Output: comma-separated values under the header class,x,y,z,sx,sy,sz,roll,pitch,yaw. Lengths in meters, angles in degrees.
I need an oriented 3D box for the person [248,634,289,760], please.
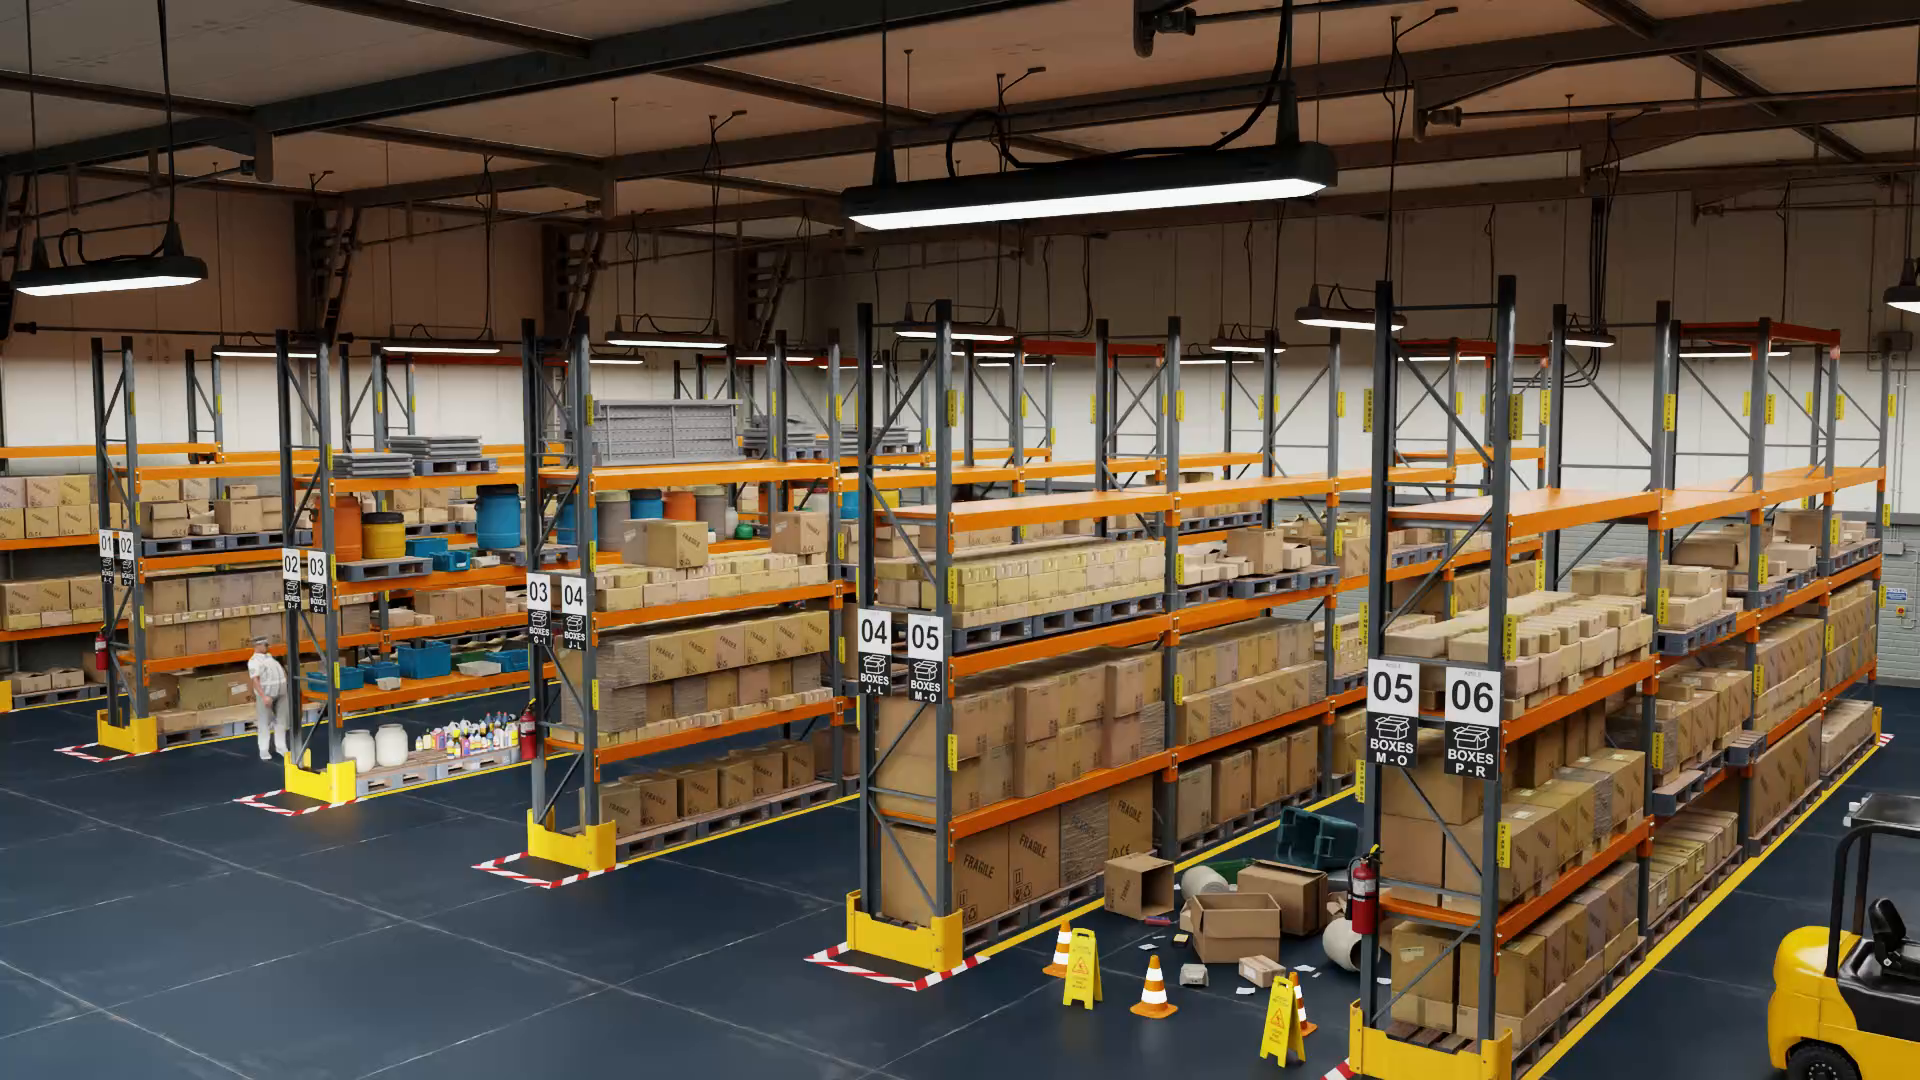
class,x,y,z,sx,sy,sz,roll,pitch,yaw
person,-9.834,2.239,23.738,0.598,1.788,0.621,3,6,34
